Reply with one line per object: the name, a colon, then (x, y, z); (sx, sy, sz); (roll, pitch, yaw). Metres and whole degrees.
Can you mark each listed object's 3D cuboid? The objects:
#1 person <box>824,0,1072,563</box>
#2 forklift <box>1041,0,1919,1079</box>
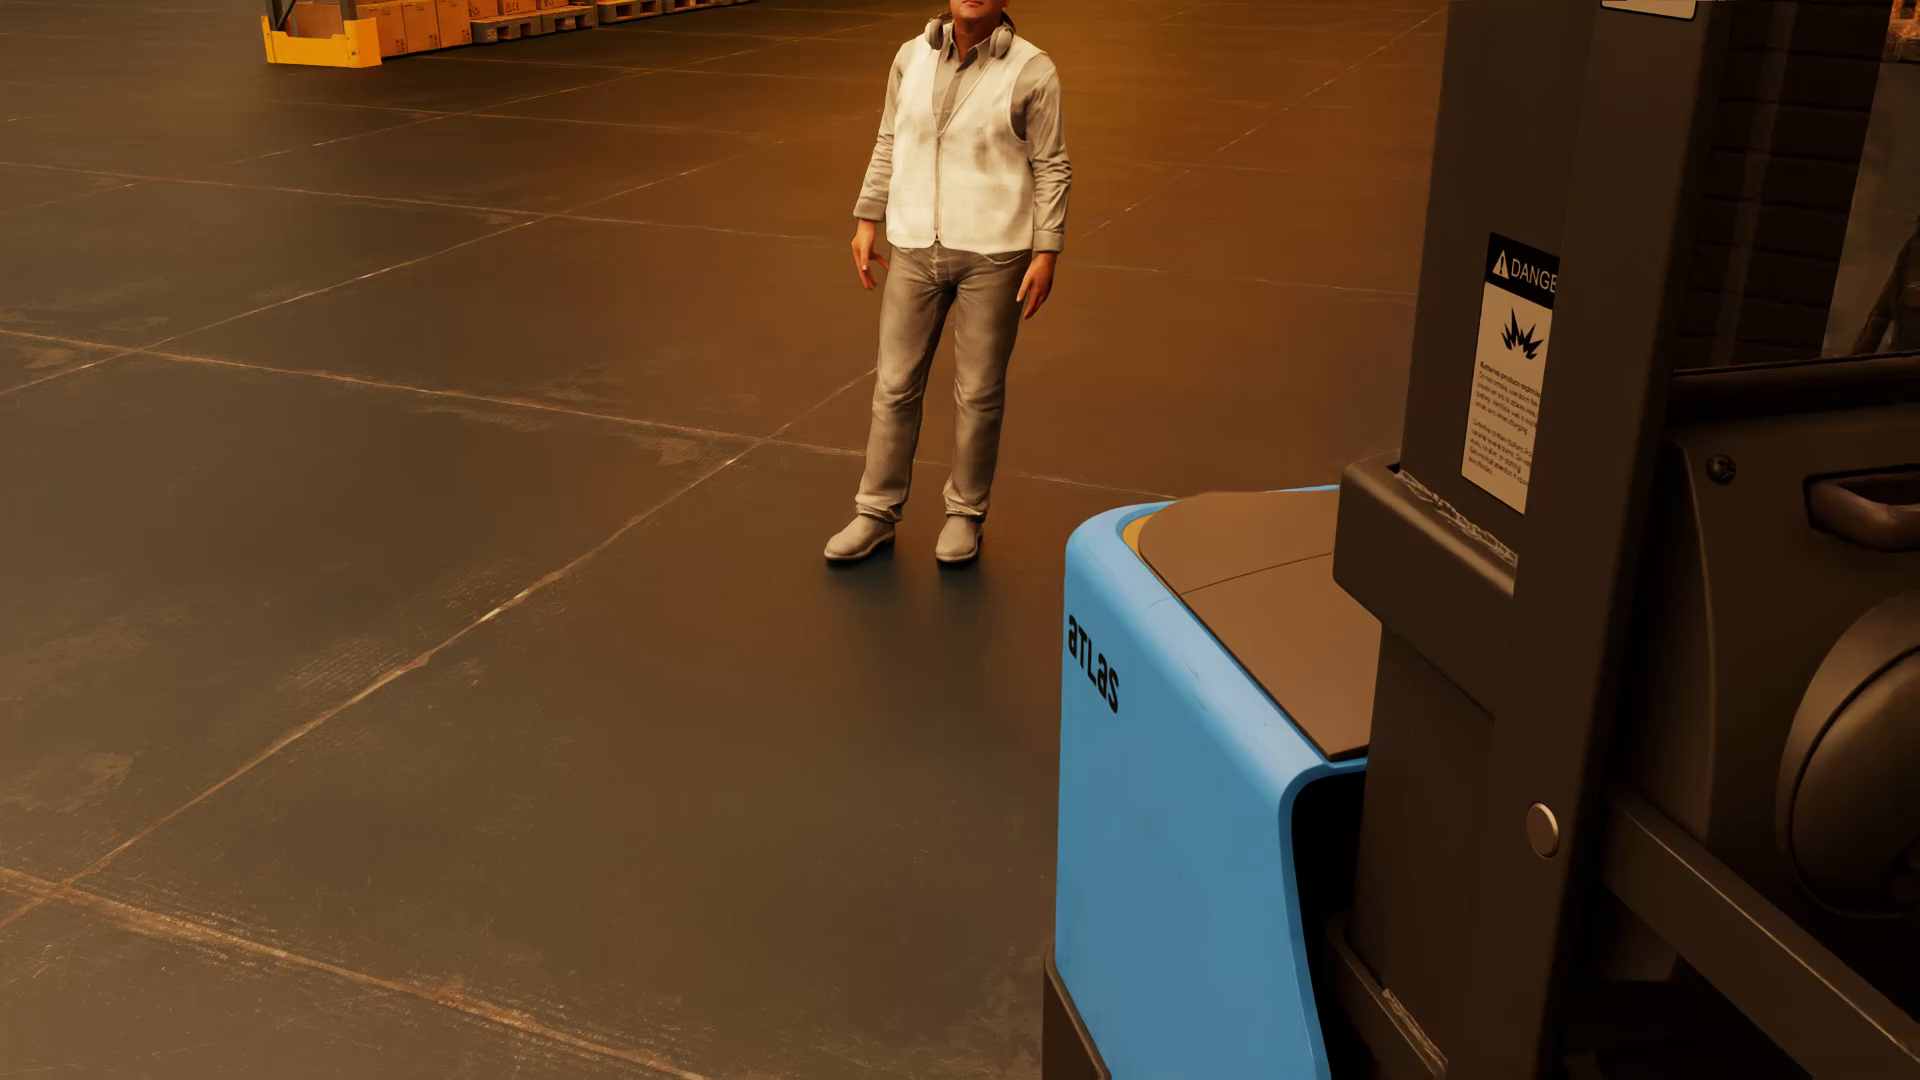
person: (-0.031, -0.804, 4.697); (0.634, 1.775, 0.566); (9, 24, 21)
forklift: (1.007, 0.094, 1.068); (1.130, 2.935, 3.031); (-6, 23, -14)
